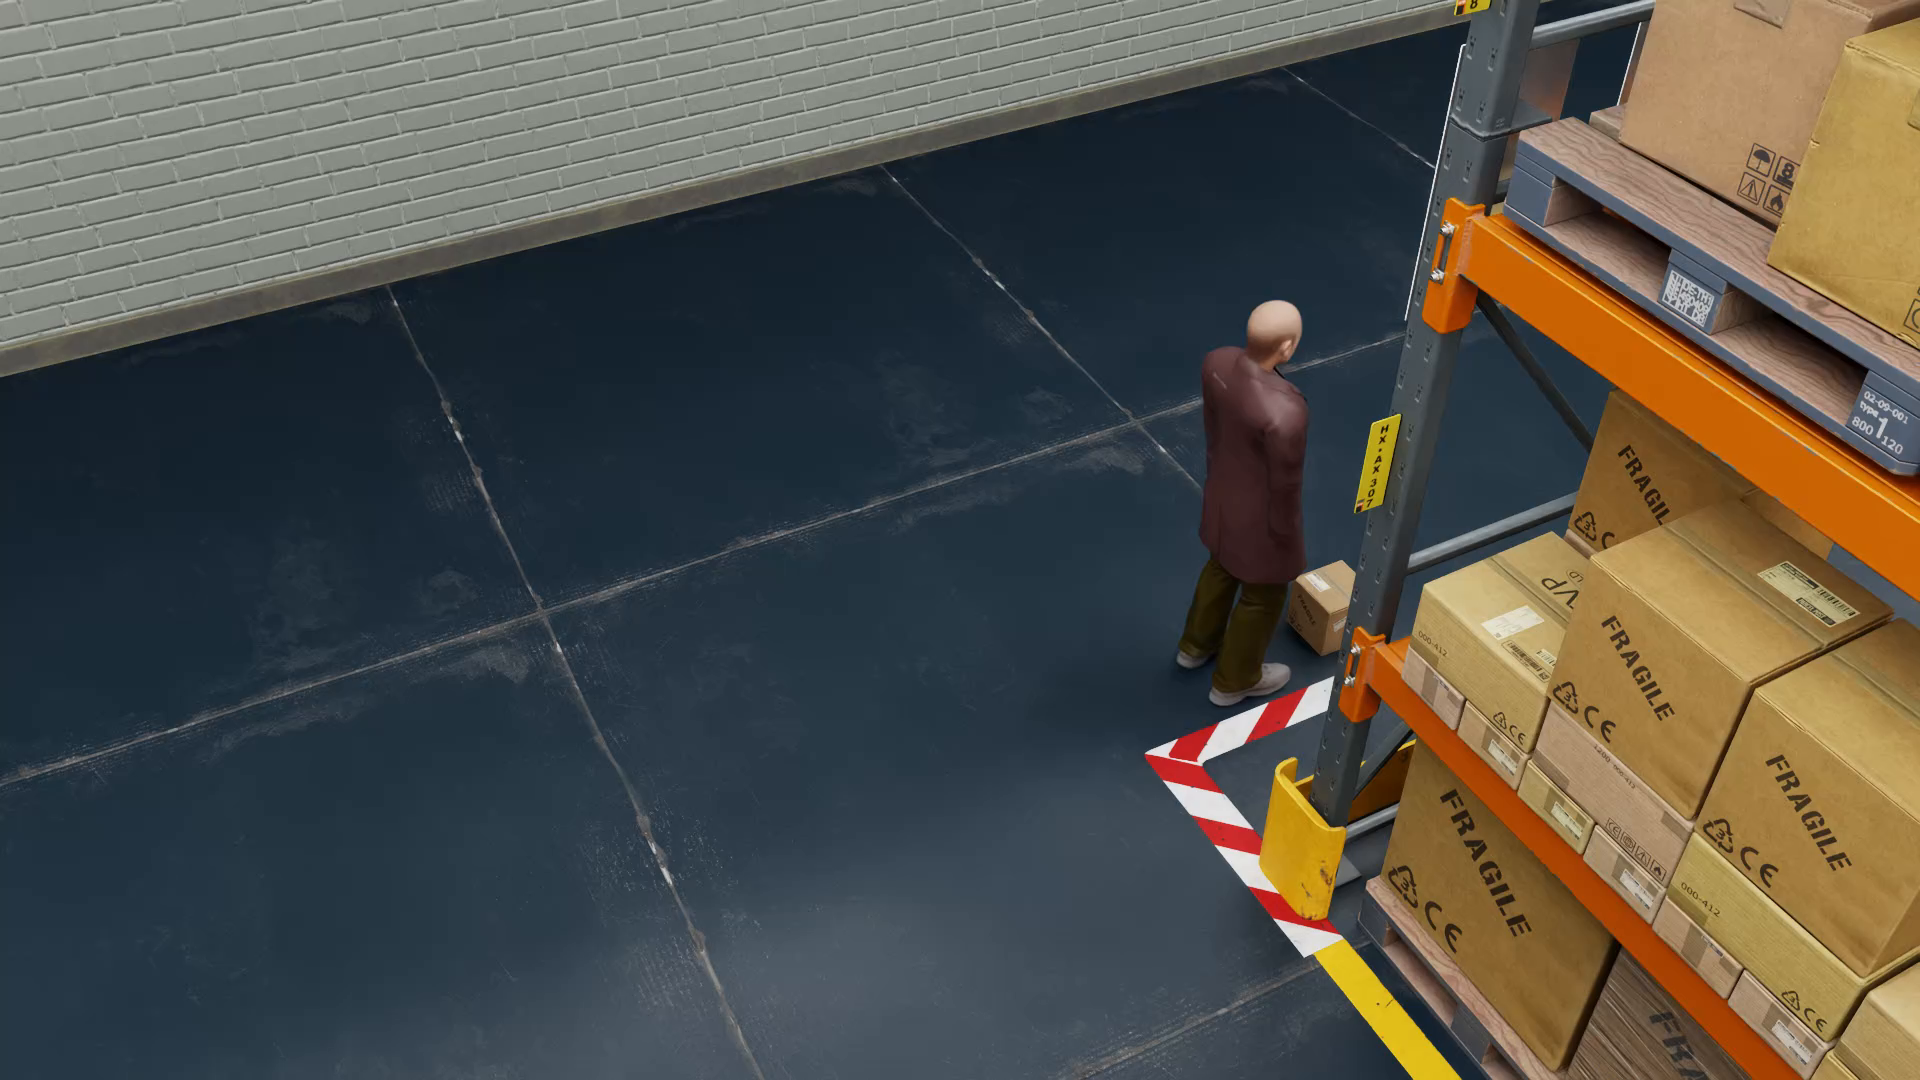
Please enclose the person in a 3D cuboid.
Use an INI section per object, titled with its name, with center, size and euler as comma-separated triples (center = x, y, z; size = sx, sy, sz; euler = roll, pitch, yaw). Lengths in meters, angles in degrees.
[person]
center = 1.116, -0.148, 6.349
size = 0.379, 1.773, 0.562
euler = -18, 44, -20
